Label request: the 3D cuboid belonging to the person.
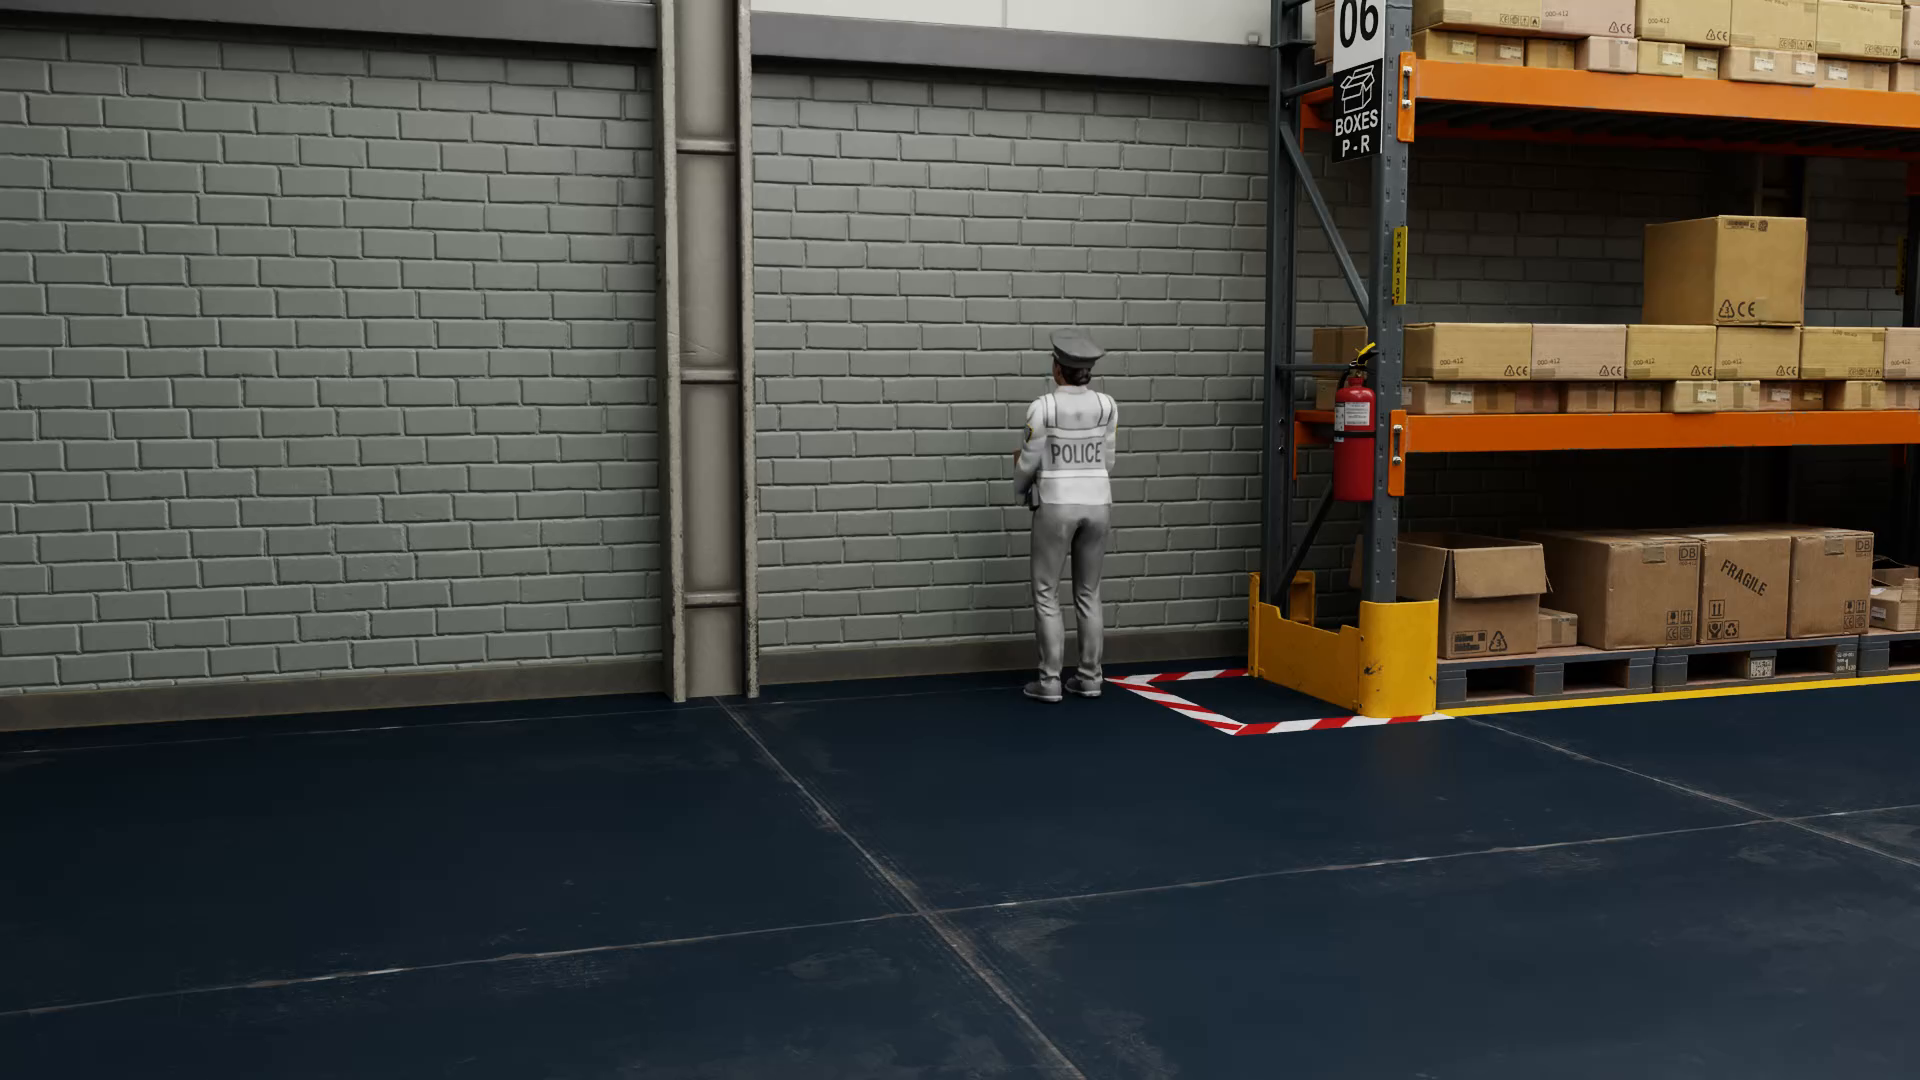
[{"bbox_3d":[0.473,-0.119,7.587,0.461,1.687,0.562,-2,6,-19],"label":"person"}]
